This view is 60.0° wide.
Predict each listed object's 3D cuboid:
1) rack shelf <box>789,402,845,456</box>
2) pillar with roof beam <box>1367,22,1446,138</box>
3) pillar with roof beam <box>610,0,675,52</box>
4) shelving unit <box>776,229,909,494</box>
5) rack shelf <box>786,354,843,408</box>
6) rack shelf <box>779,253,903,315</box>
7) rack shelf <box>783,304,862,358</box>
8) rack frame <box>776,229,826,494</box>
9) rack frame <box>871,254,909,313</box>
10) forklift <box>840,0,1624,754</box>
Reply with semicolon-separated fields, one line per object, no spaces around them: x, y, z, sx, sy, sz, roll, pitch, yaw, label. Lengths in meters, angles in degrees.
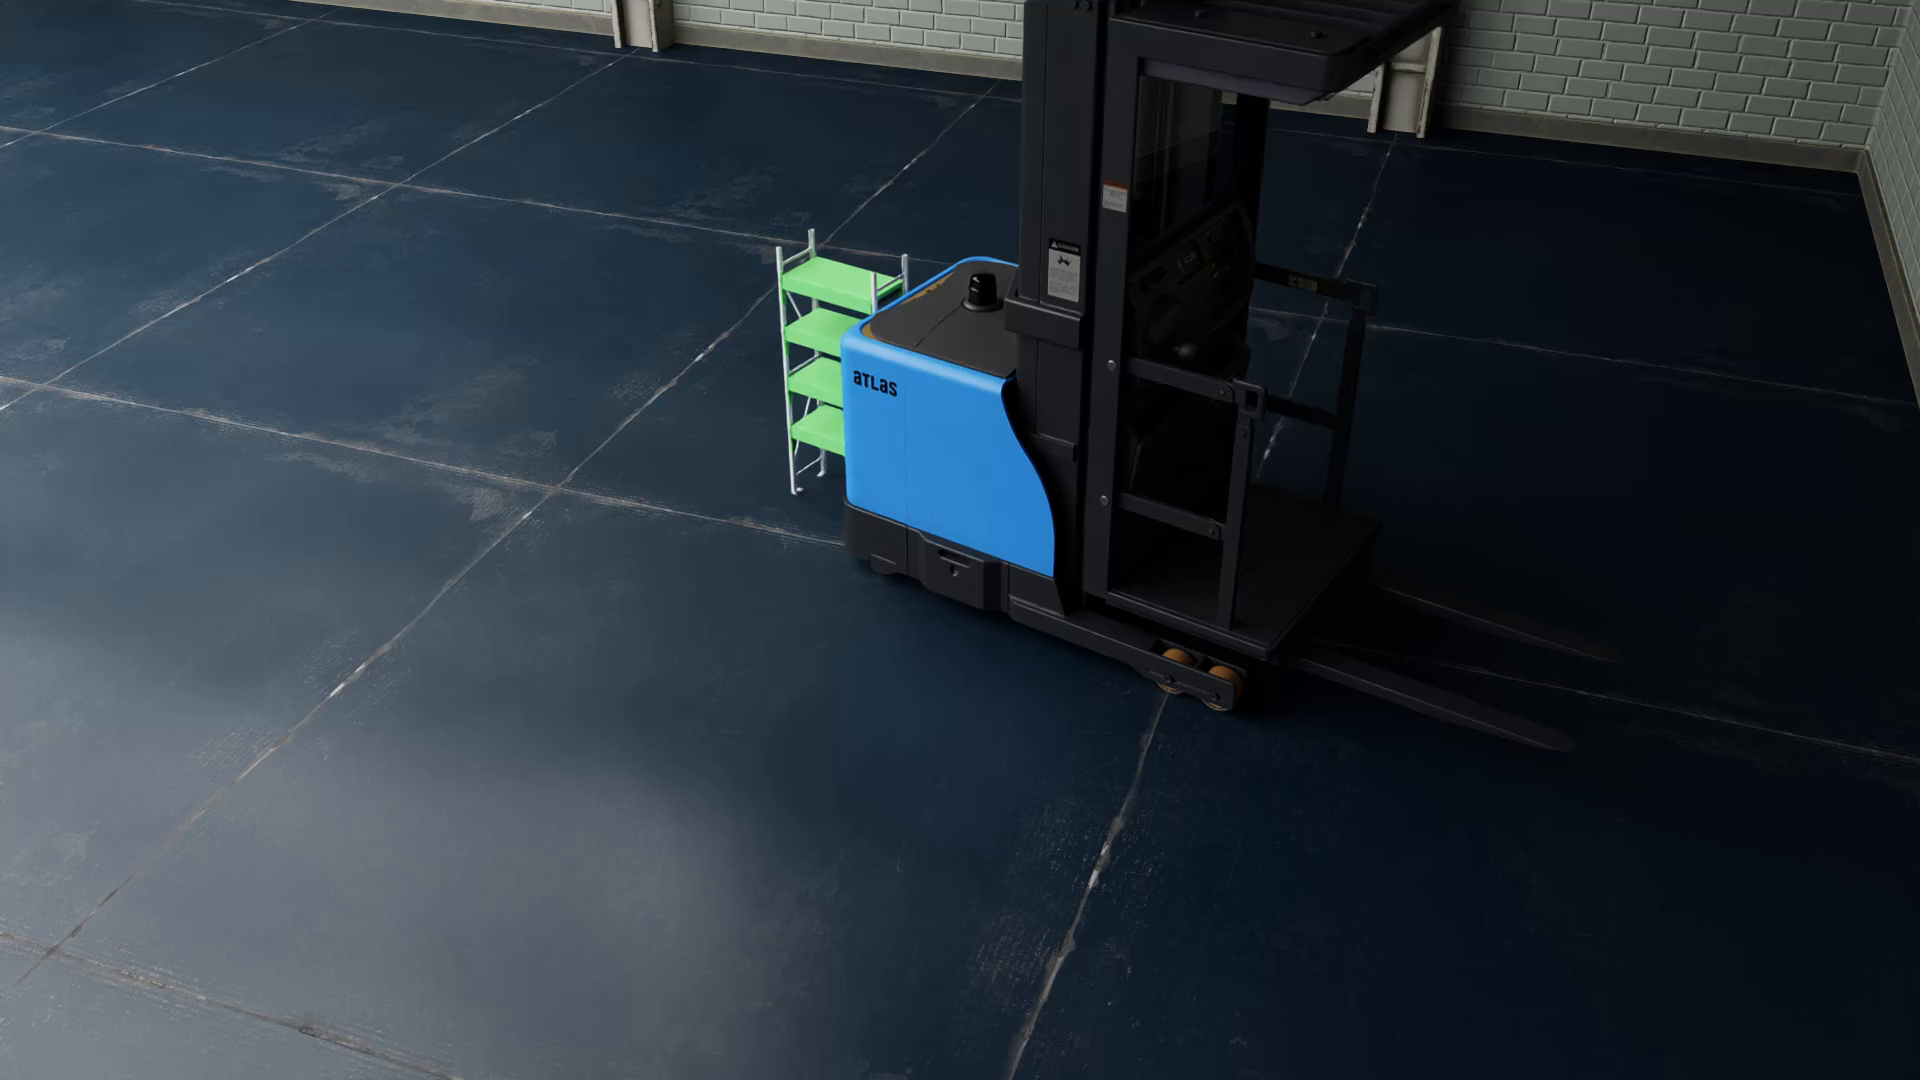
-0.490;-0.439;7.384;0.480;0.148;0.258;20;38;28;rack shelf
1.653;-4.497;5.918;0.400;9.000;9.100;11;34;16;pillar with roof beam
-3.996;-5.595;7.619;0.400;9.000;9.100;11;34;16;pillar with roof beam
-0.490;-0.695;7.220;0.503;1.200;0.258;20;38;28;shelving unit
-0.490;-0.641;7.254;0.480;0.148;0.258;20;38;28;rack shelf
-0.490;-1.044;6.994;0.480;0.148;0.258;20;38;28;rack shelf
-0.490;-0.842;7.124;0.480;0.148;0.258;20;38;28;rack shelf
-0.694;-0.768;7.333;0.015;1.200;0.240;20;38;28;rack frame
-0.287;-0.621;7.106;0.015;1.200;0.240;20;38;28;rack frame
1.022;-0.918;5.970;3.031;2.935;1.130;20;38;28;forklift
